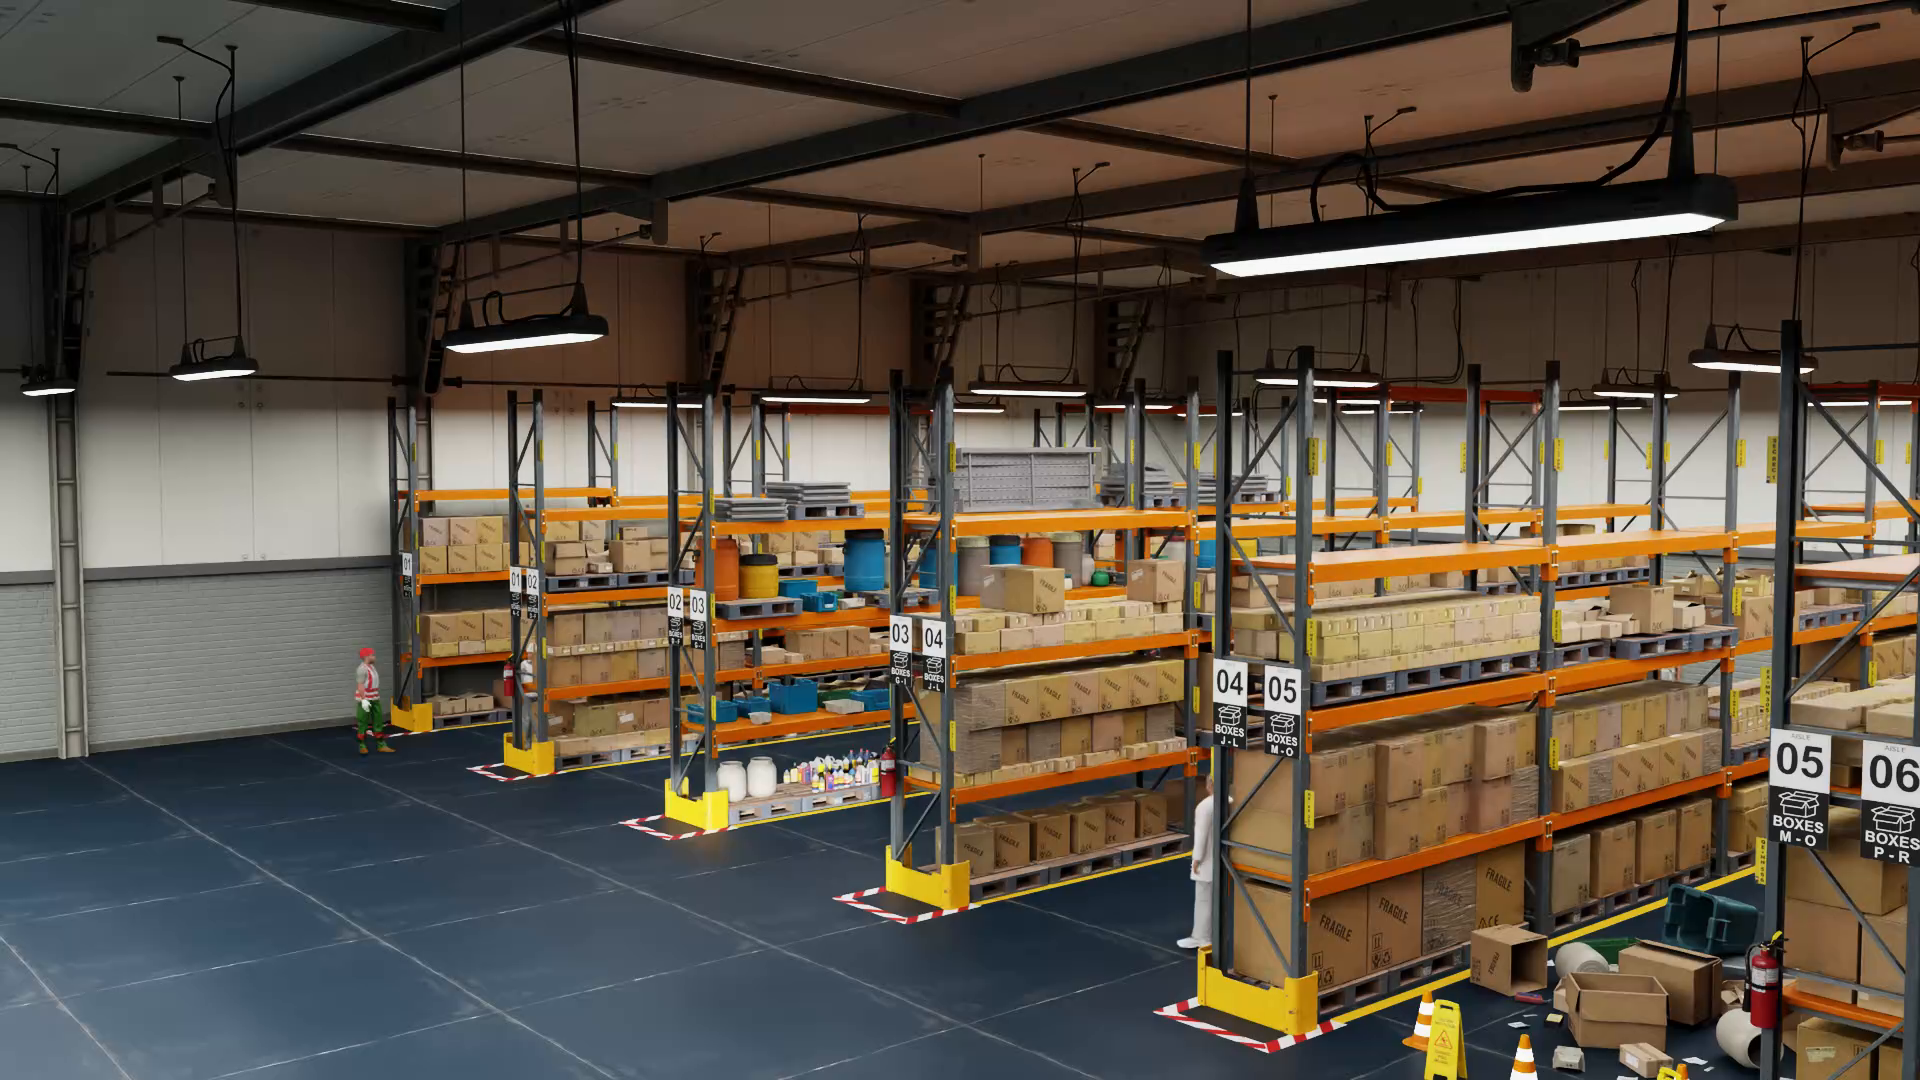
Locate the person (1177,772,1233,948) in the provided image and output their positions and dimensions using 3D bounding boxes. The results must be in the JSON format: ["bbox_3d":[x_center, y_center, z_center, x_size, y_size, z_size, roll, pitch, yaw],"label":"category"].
[{"bbox_3d":[2.547,3.273,17.154,0.451,1.788,0.589,2,4,29],"label":"person"}]

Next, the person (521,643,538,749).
[{"bbox_3d":[-7.211,2.630,28.109,0.557,1.790,0.412,-3,4,-38],"label":"person"}]

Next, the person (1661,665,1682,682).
[{"bbox_3d":[12.763,2.545,30.017,0.529,1.788,0.550,-3,4,-39],"label":"person"}]

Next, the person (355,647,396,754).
[{"bbox_3d":[-9.779,2.674,27.592,0.559,1.787,0.591,1,4,22],"label":"person"}]

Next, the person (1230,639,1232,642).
[{"bbox_3d":[5.497,2.373,34.492,0.823,1.543,0.472,-3,5,-43],"label":"person"}]
